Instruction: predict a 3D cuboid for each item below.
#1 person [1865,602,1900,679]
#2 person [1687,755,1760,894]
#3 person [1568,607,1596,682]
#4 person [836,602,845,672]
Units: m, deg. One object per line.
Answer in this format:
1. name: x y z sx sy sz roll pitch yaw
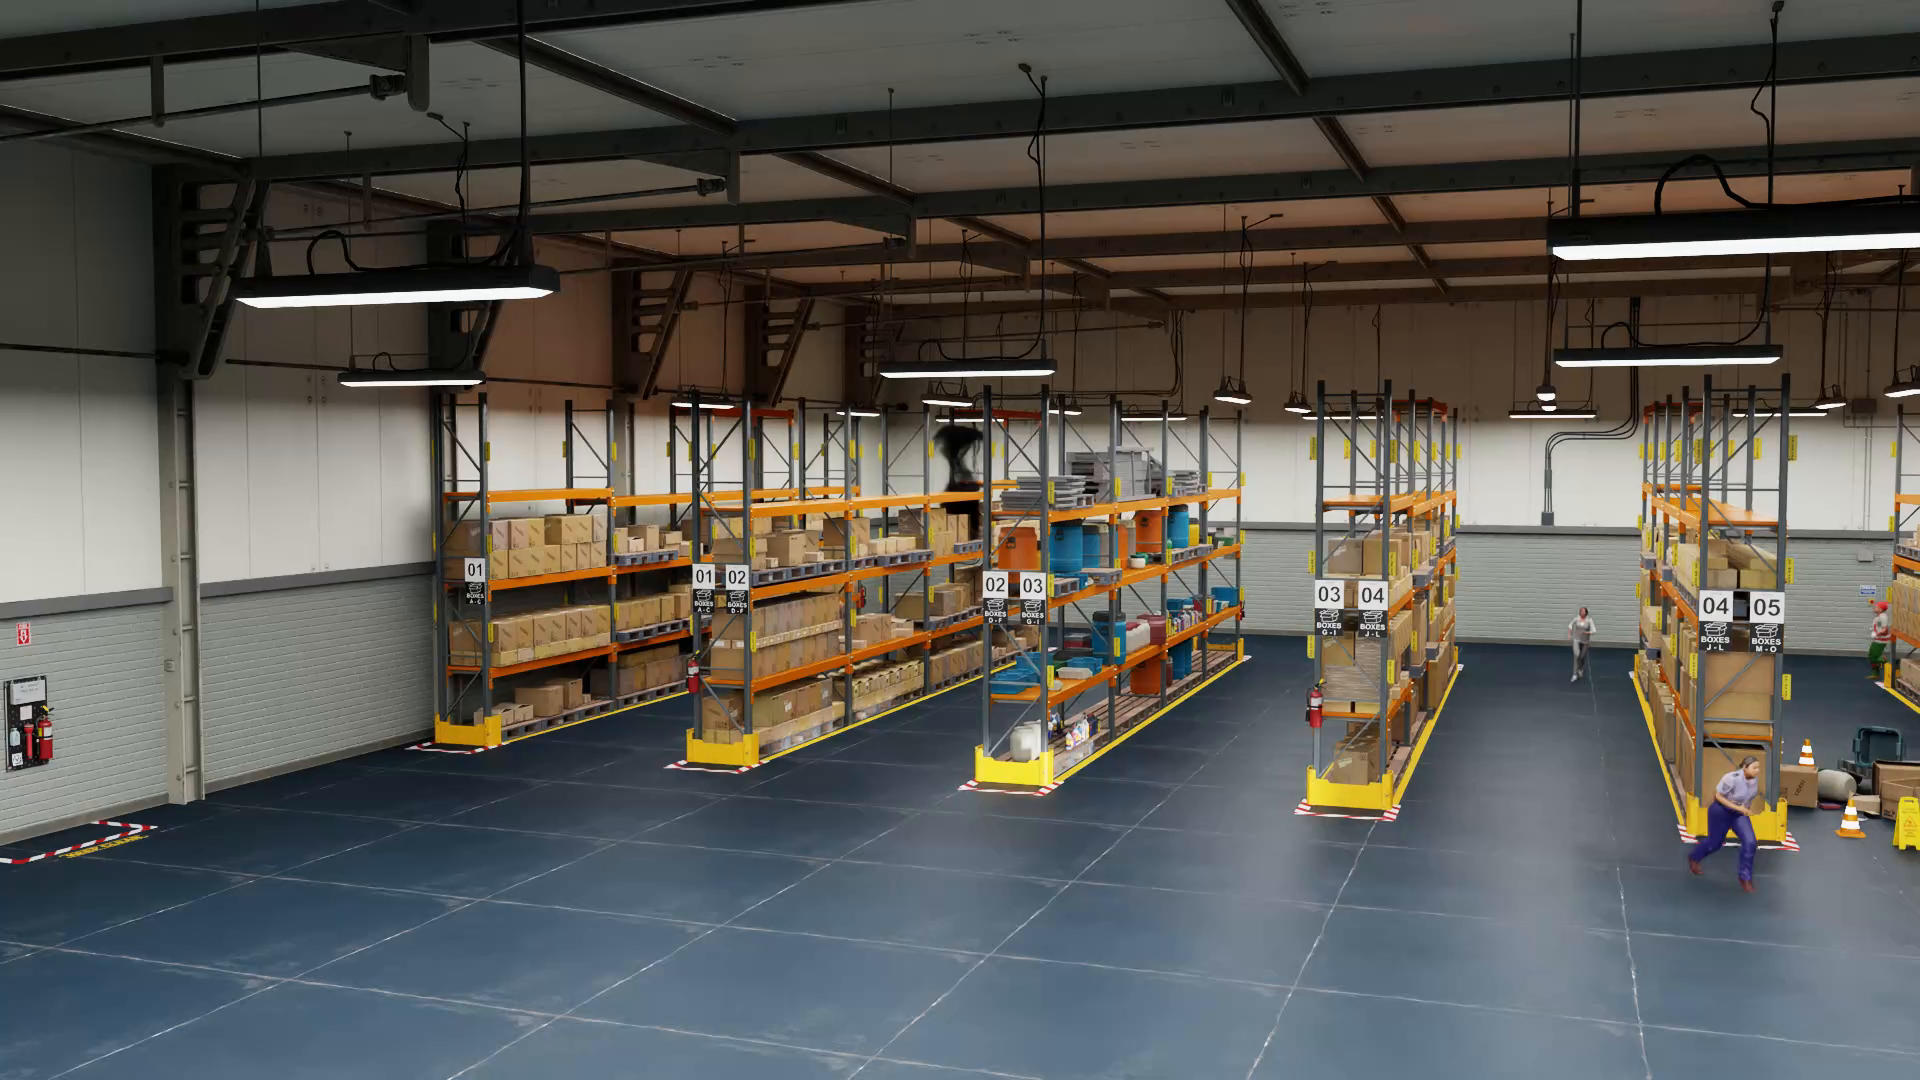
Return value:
1. person: 20.209 2.210 36.395 0.689 1.736 0.700 2 3 28
2. person: 8.831 3.233 19.209 0.649 1.598 0.962 -1 3 -23
3. person: 13.589 2.257 36.344 0.561 1.615 0.786 1 3 18
4. person: -2.596 2.195 35.445 0.710 1.771 1.034 1 3 14
